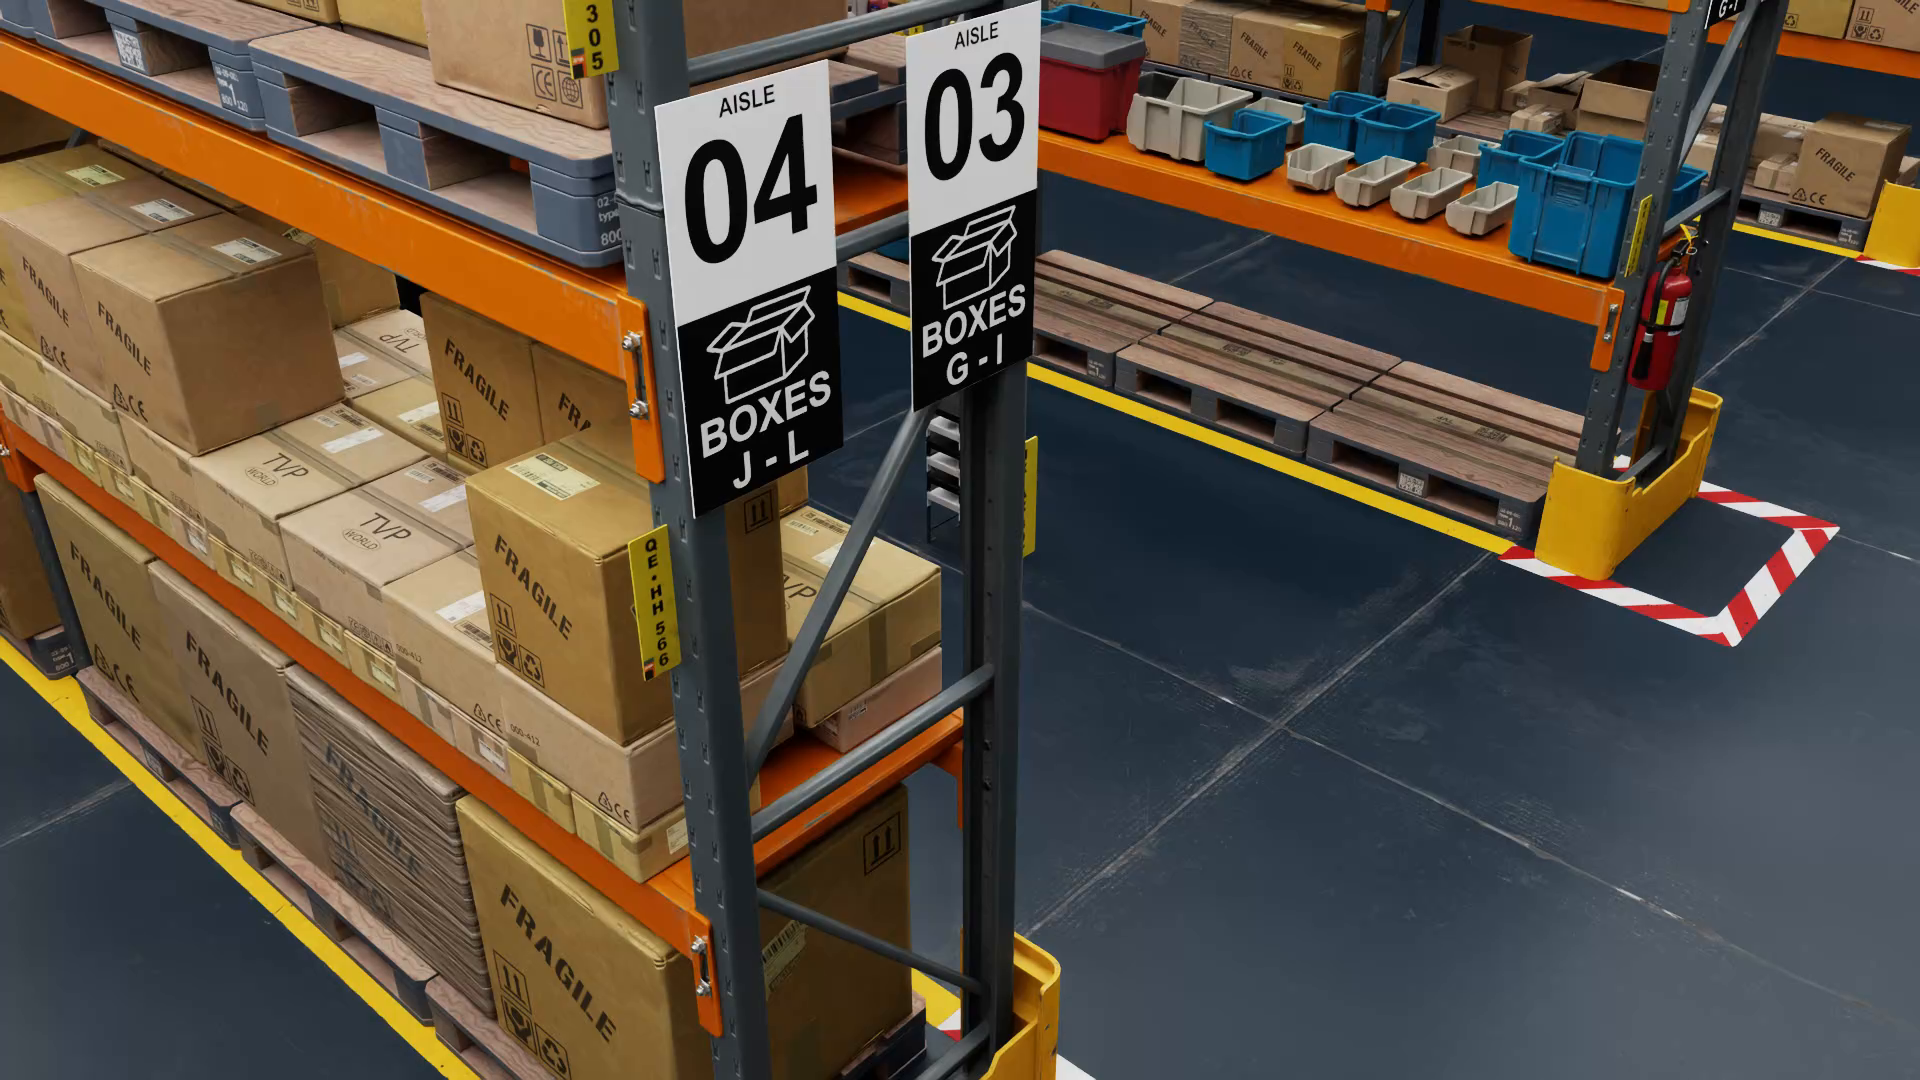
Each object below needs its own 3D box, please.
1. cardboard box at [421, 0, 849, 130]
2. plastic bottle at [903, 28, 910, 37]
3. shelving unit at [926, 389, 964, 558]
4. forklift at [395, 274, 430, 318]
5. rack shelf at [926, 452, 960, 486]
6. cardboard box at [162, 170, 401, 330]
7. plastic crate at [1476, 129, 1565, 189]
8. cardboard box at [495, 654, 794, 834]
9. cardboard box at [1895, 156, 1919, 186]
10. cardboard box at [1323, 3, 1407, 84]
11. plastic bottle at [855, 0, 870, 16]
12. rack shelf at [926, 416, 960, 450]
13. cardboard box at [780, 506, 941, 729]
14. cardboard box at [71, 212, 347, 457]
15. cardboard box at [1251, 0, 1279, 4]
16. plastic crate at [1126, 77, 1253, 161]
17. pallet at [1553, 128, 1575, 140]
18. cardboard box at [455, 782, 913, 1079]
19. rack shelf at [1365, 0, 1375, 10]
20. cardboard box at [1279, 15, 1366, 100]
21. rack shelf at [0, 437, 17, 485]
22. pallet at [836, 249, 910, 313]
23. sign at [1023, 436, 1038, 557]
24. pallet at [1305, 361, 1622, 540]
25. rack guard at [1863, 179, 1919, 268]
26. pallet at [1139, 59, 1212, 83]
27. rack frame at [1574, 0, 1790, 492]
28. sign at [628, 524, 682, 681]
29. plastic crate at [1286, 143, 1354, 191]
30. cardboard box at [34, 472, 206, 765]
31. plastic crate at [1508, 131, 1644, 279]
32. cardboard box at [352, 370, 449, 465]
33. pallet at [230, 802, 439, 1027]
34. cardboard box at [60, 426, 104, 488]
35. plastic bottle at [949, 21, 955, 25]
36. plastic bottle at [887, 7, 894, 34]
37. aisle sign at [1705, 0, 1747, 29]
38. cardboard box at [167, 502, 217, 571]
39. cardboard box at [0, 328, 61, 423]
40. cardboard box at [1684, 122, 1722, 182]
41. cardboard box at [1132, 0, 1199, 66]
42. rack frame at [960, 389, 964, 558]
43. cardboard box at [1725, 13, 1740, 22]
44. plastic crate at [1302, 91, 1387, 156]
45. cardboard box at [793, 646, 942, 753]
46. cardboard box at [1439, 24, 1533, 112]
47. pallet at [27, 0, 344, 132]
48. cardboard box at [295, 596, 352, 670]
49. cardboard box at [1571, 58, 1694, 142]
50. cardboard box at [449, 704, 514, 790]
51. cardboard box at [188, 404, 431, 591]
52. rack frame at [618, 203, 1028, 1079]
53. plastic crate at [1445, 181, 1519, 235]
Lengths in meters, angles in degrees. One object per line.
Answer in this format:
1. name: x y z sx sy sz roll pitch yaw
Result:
1. cardboard box: -0.645 -1.189 3.308 0.500 0.500 0.700 22 38 32
2. plastic bottle: -0.294 -3.051 10.102 0.097 0.201 0.097 0 31 0
3. shelving unit: 0.006 -0.383 7.513 0.210 0.900 0.258 25 39 35
4. forklift: -2.812 -2.239 8.627 3.031 2.935 1.130 20 36 29
5. rack shelf: 0.006 -0.354 7.530 0.200 0.077 0.258 25 39 35
6. cardboard box: -2.300 -1.016 5.660 0.500 0.500 0.500 25 39 36
7. plastic crate: 2.650 -1.766 7.880 0.300 0.233 0.416 25 39 35
8. cardboard box: -0.761 0.391 4.049 0.500 0.250 0.500 24 39 34
9. cardboard box: 6.347 -2.510 11.348 0.250 0.149 0.380 25 39 35
10. cardboard box: 3.266 -4.029 13.531 0.500 0.500 0.500 23 38 33
11. plastic bottle: -0.639 -3.331 10.495 0.135 0.276 0.152 25 39 35
12. rack shelf: 0.006 -0.508 7.438 0.200 0.077 0.258 25 39 35
13. cardboard box: -0.398 0.188 4.386 0.500 0.250 0.500 24 38 34
14. cardboard box: -2.257 -0.633 5.023 0.500 0.500 0.500 24 38 34
15. cardboard box: 2.525 -4.696 13.912 0.500 0.250 0.500 25 39 35
16. plastic crate: 1.143 -2.134 8.443 0.530 0.282 0.437 25 39 35
17. pallet: 4.879 -2.795 12.189 1.213 0.211 1.003 25 39 35
18. cardboard box: -0.751 1.060 4.734 0.875 0.875 0.875 25 39 35
19. rack shelf: 1.978 -5.034 13.902 4.000 0.370 1.077 25 39 35
20. cardboard box: 2.903 -3.829 13.200 0.500 0.500 0.500 25 39 35
21. rack shelf: -4.672 -1.248 7.612 4.000 0.370 1.077 25 39 35
22. pallet: -0.410 -1.846 10.612 1.213 0.211 1.003 25 39 35
23. sign: 0.154 -0.094 4.082 0.005 0.325 0.100 25 39 35
24. pallet: 2.515 -0.479 8.341 1.213 0.211 1.003 25 39 35
25. rack guard: 6.371 -2.222 10.956 0.348 0.500 1.175 25 39 35
26. pallet: 1.924 -4.145 14.431 1.213 0.211 1.003 25 39 35
27. rack frame: 3.100 -1.373 7.123 0.127 3.000 1.000 25 39 35
28. sign: -0.598 0.126 3.280 0.005 0.325 0.100 25 39 35
29. plastic crate: 1.714 -1.787 8.008 0.250 0.136 0.298 25 39 35
30. cardboard box: -2.753 0.126 6.286 0.875 0.875 0.875 25 39 35
31. plastic crate: 2.727 -1.459 7.172 0.499 0.435 0.616 25 39 35
32. cardboard box: -1.548 -0.343 5.269 0.500 0.250 0.500 24 39 34
33. pallet: -1.769 1.046 5.807 1.213 0.211 1.003 25 39 35
34. cardboard box: -2.802 -0.345 5.658 0.250 0.149 0.380 27 40 37
35. plastic bottle: -0.048 -3.042 10.087 0.097 0.201 0.097 0 31 0
36. plastic bottle: -0.436 -3.223 10.388 0.097 0.201 0.097 0 31 0
37. aisle sign: 2.957 -2.350 6.225 0.004 0.787 0.394 25 39 35
38. cardboard box: -2.232 -0.078 5.215 0.250 0.149 0.380 26 39 36
39. cardboard box: -3.016 -0.664 5.802 0.500 0.250 0.500 24 39 34
40. cardboard box: 5.174 -2.711 11.584 0.500 0.250 0.500 25 39 35
41. cardboard box: 1.792 -4.352 14.069 0.500 0.500 0.500 24 38 34
42. rack frame: 0.081 -0.348 7.455 0.006 0.900 0.240 25 39 35
43. cardboard box: 5.159 -3.713 10.912 0.500 0.500 0.500 25 39 35
44. plastic crate: 1.939 -2.098 8.431 0.300 0.233 0.416 25 39 35
45. cardboard box: -0.265 0.379 4.455 0.250 0.149 0.380 26 39 36
46. cardboard box: 4.074 -3.679 12.951 0.500 0.500 0.500 25 39 35
47. pallet: -1.689 -1.401 4.347 1.213 0.211 1.003 25 39 35
48. cardboard box: -1.659 0.189 4.772 0.250 0.149 0.380 25 39 35
49. cardboard box: 4.858 -3.121 12.020 0.637 0.503 0.797 25 39 35
50. cardboard box: -1.088 0.454 4.331 0.250 0.149 0.380 25 39 35
51. cardboard box: -1.903 -0.139 4.930 0.500 0.250 0.500 25 39 35
52. rack frame: -0.223 0.521 3.977 0.127 3.000 1.000 25 39 35
53. plastic crate: 2.374 -1.499 7.529 0.243 0.136 0.396 25 39 35
